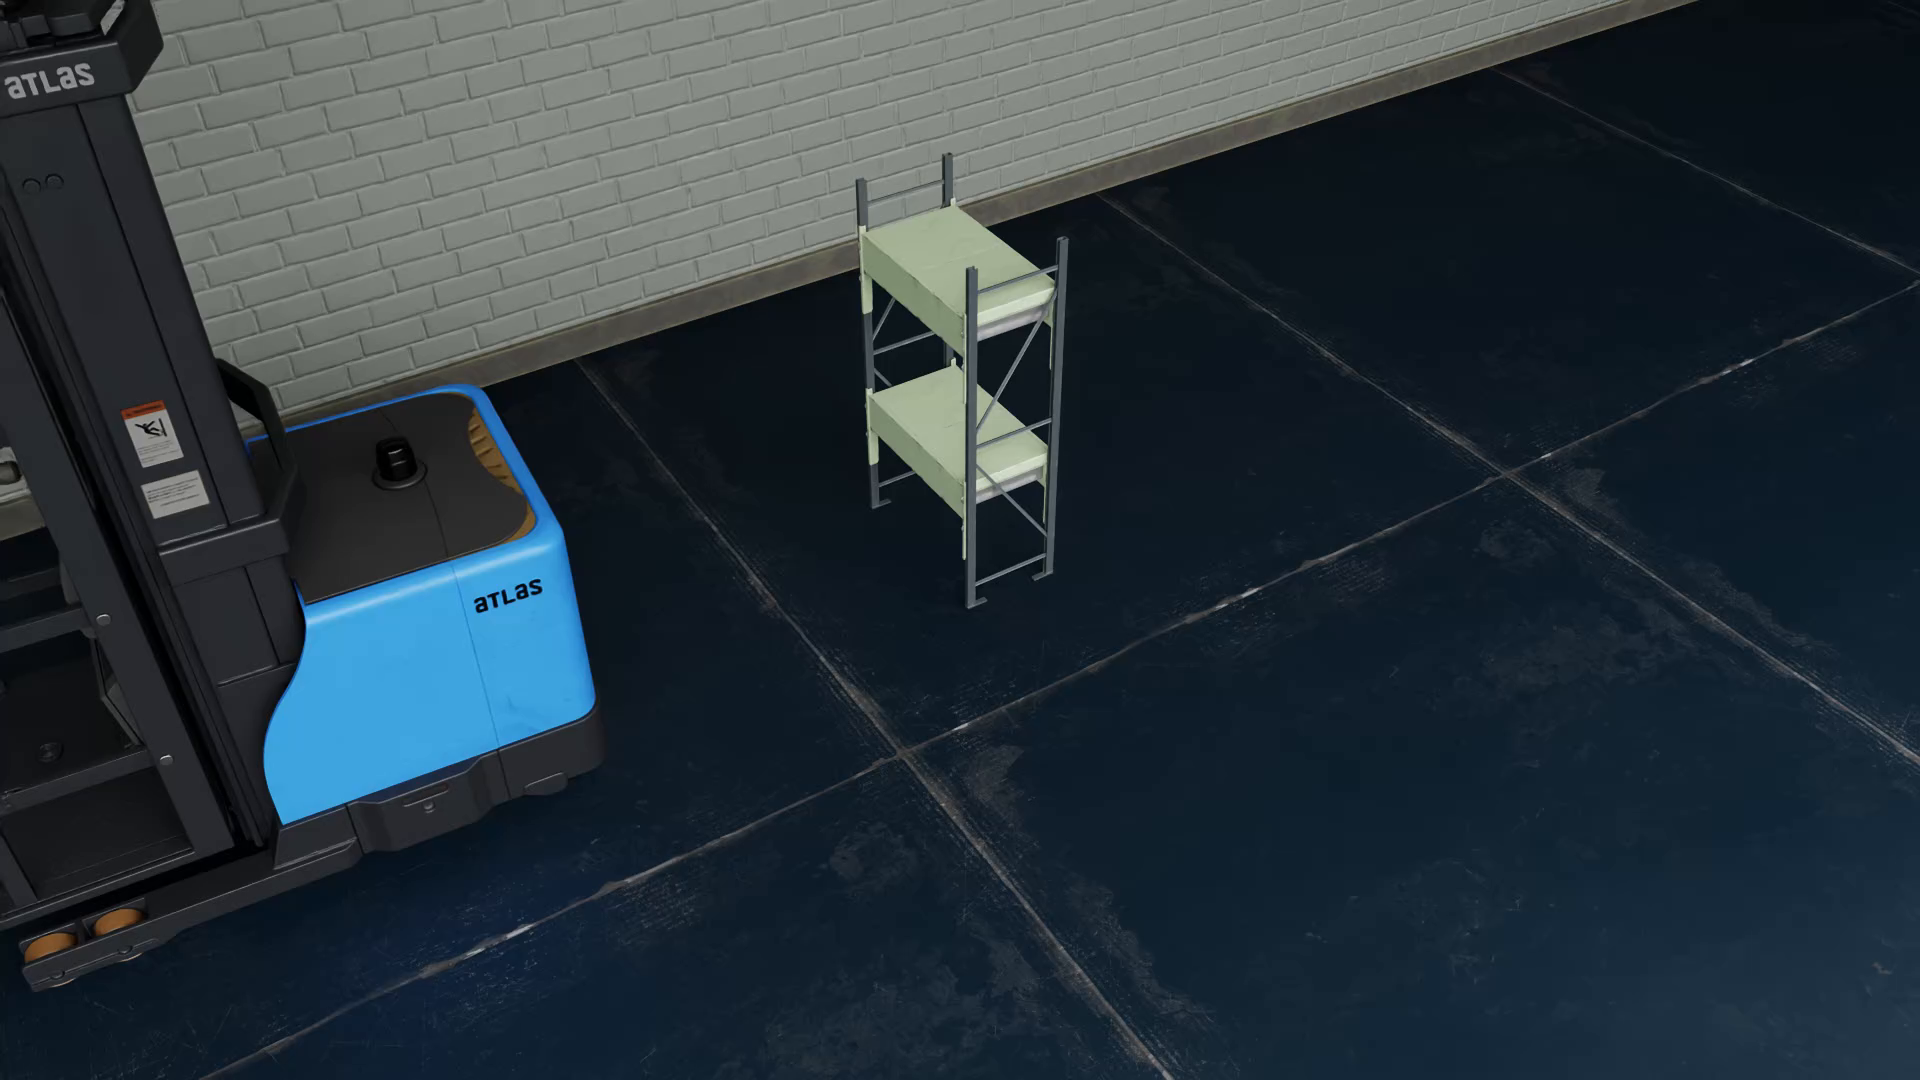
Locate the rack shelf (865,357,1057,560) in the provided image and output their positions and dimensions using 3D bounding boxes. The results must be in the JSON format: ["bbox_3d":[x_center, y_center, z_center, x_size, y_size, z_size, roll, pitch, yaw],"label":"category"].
[{"bbox_3d":[-0.004,-0.329,6.483,0.431,0.370,0.720,-22,45,-24],"label":"rack shelf"}]

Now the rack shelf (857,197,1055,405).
[{"bbox_3d":[-0.004,-0.880,6.024,0.431,0.370,0.720,-22,45,-24],"label":"rack shelf"}]

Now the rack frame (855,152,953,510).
[{"bbox_3d":[-0.200,-0.777,6.511,0.400,1.500,0.023,-22,45,-24],"label":"rack frame"}]

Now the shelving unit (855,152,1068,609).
[{"bbox_3d":[-0.004,-0.580,6.274,0.431,1.500,0.755,-22,45,-24],"label":"shelving unit"}]

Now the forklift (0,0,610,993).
[{"bbox_3d":[-2.759,-0.145,4.635,3.031,2.935,1.130,-19,43,-21],"label":"forklift"}]

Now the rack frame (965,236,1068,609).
[{"bbox_3d":[0.193,-0.382,6.037,0.400,1.500,0.023,-22,45,-24],"label":"rack frame"}]
